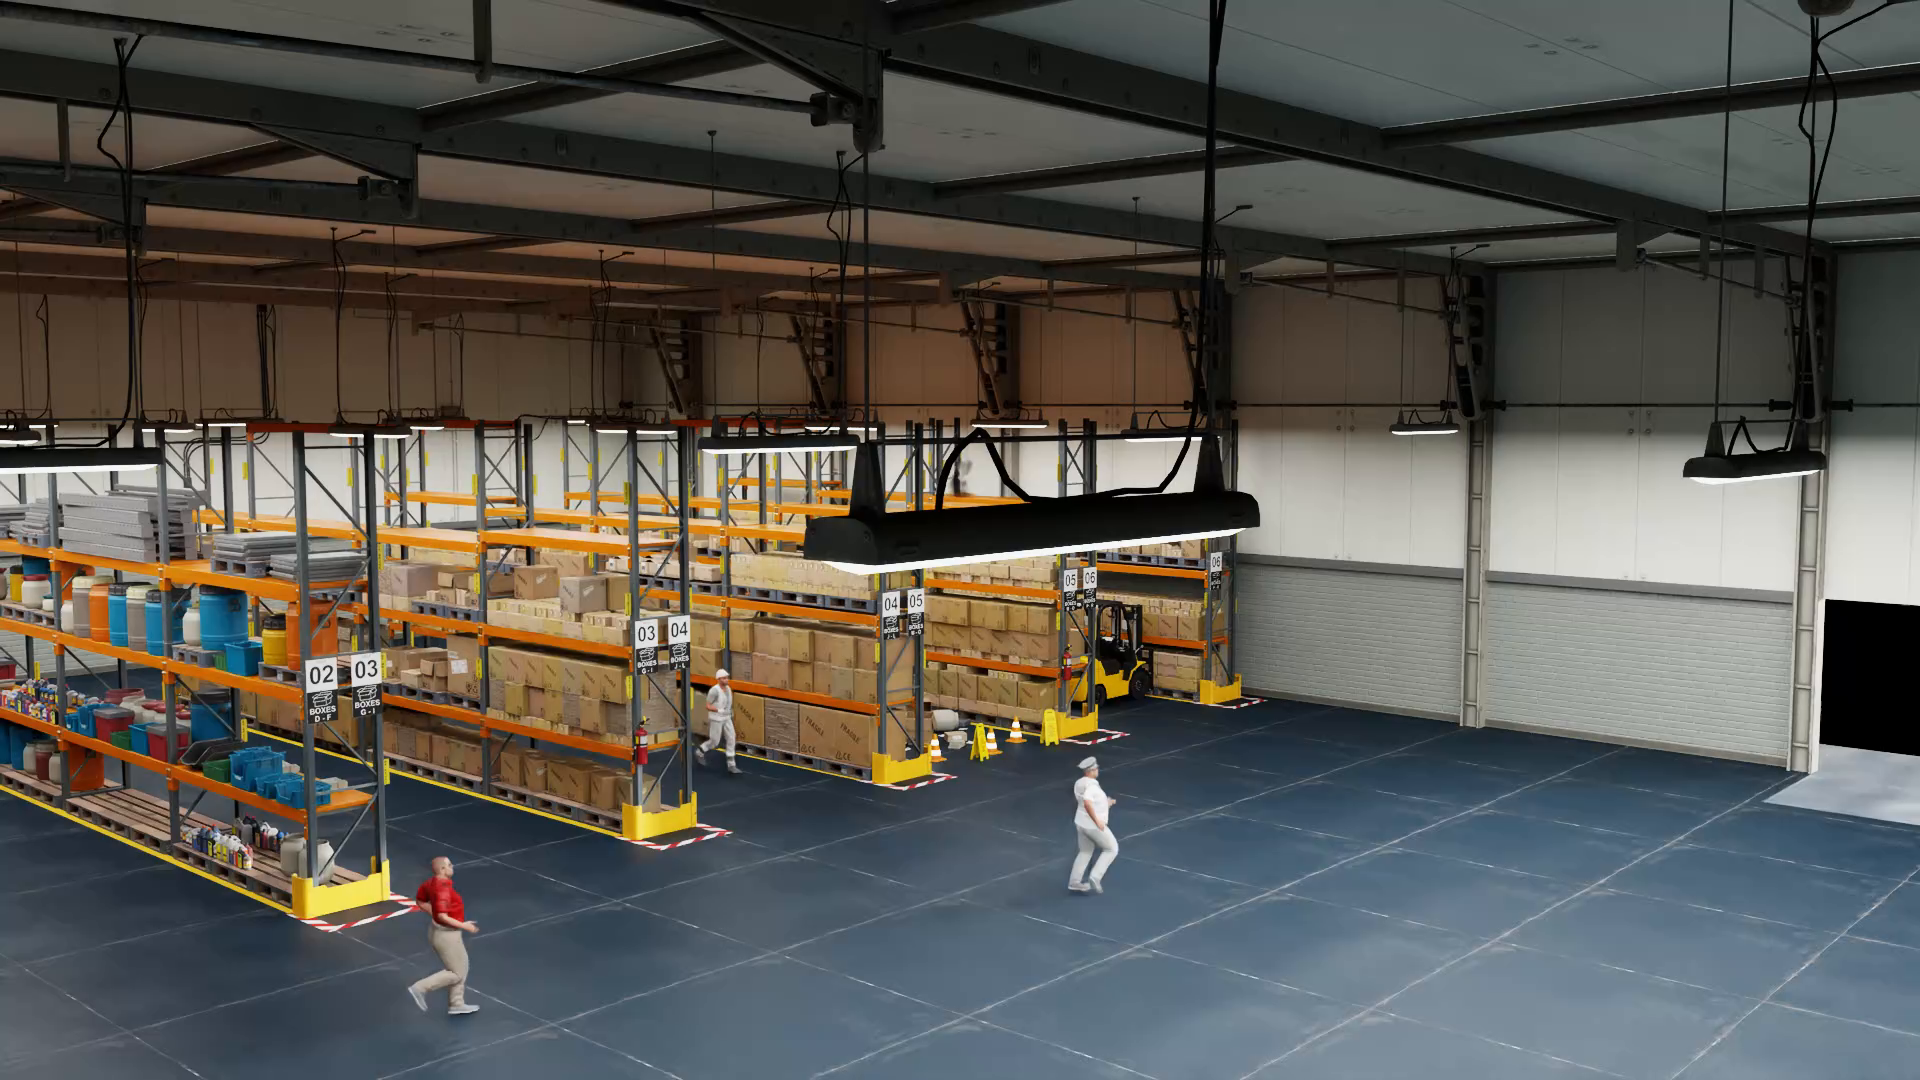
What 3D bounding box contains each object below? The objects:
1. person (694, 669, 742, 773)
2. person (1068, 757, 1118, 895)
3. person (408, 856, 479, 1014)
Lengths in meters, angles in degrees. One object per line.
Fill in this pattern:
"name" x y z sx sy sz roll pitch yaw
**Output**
"person" -4.165 3.096 28.614 0.984 1.777 0.634 3 6 36
"person" 1.734 3.694 21.522 0.702 1.793 0.637 -3 5 -29
"person" -5.346 4.095 17.125 0.752 1.700 0.663 -3 6 -33
